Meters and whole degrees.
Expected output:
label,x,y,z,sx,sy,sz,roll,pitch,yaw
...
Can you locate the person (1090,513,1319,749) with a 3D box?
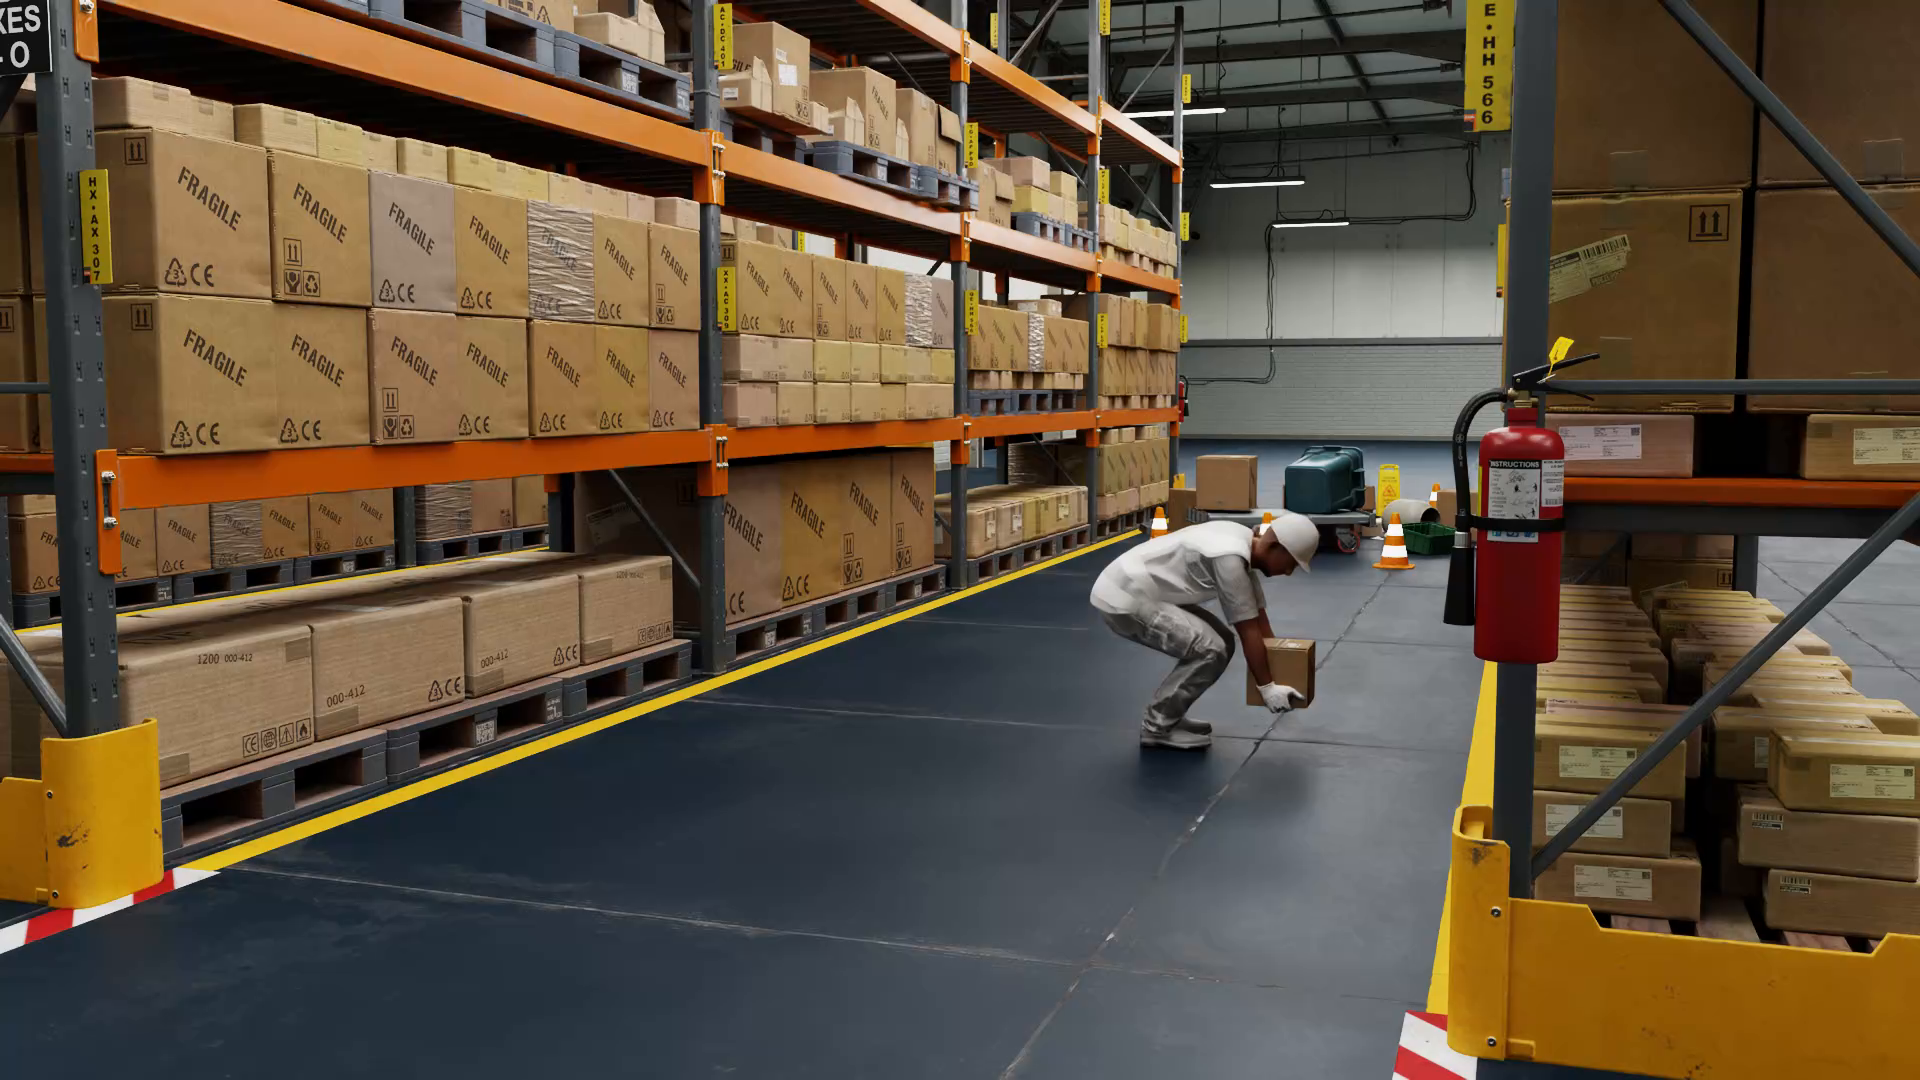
label,x,y,z,sx,sy,sz,roll,pitch,yaw
person,1.038,0.375,7.082,0.946,0.995,0.543,2,5,17
